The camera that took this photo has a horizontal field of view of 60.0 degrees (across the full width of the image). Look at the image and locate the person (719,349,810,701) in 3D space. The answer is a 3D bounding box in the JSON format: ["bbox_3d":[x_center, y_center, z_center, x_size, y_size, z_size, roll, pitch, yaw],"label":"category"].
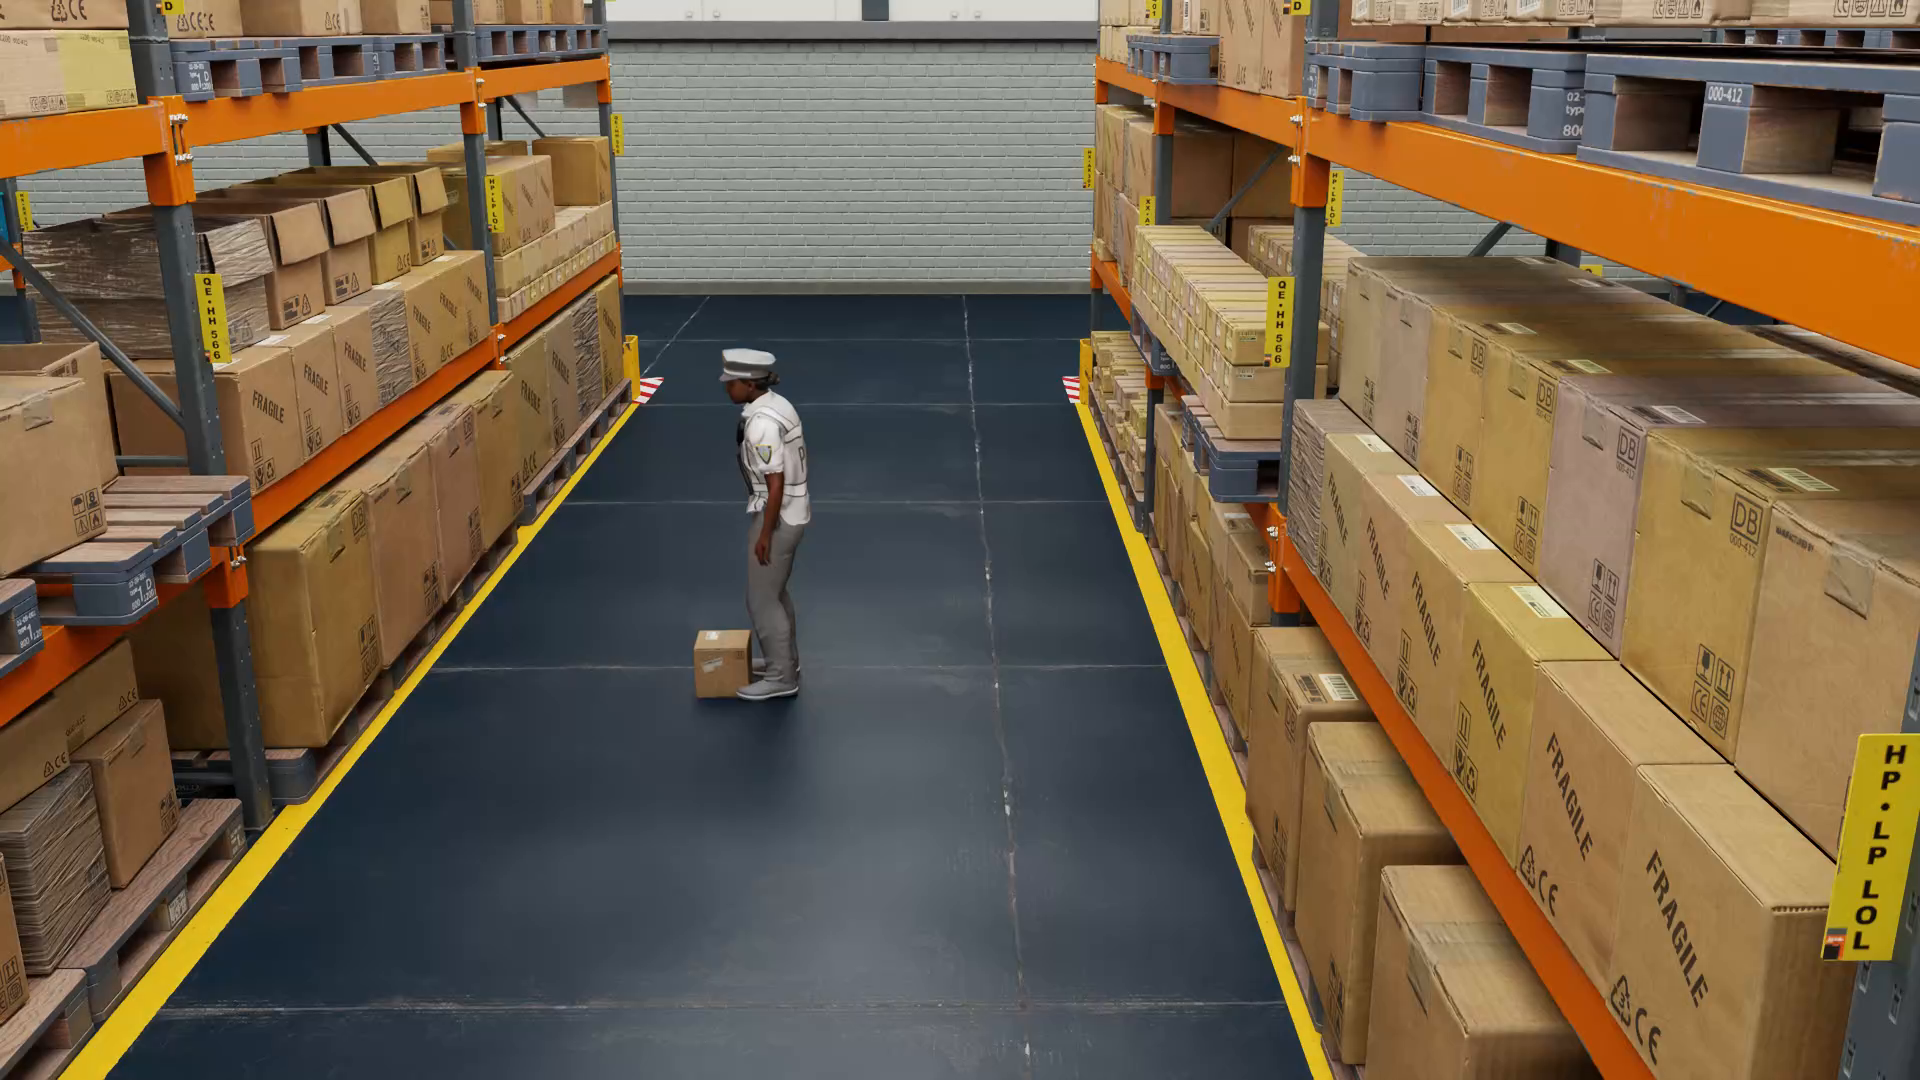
[{"bbox_3d":[-0.901,-0.081,7.814,0.397,1.656,0.514,-1,17,-3],"label":"person"}]
